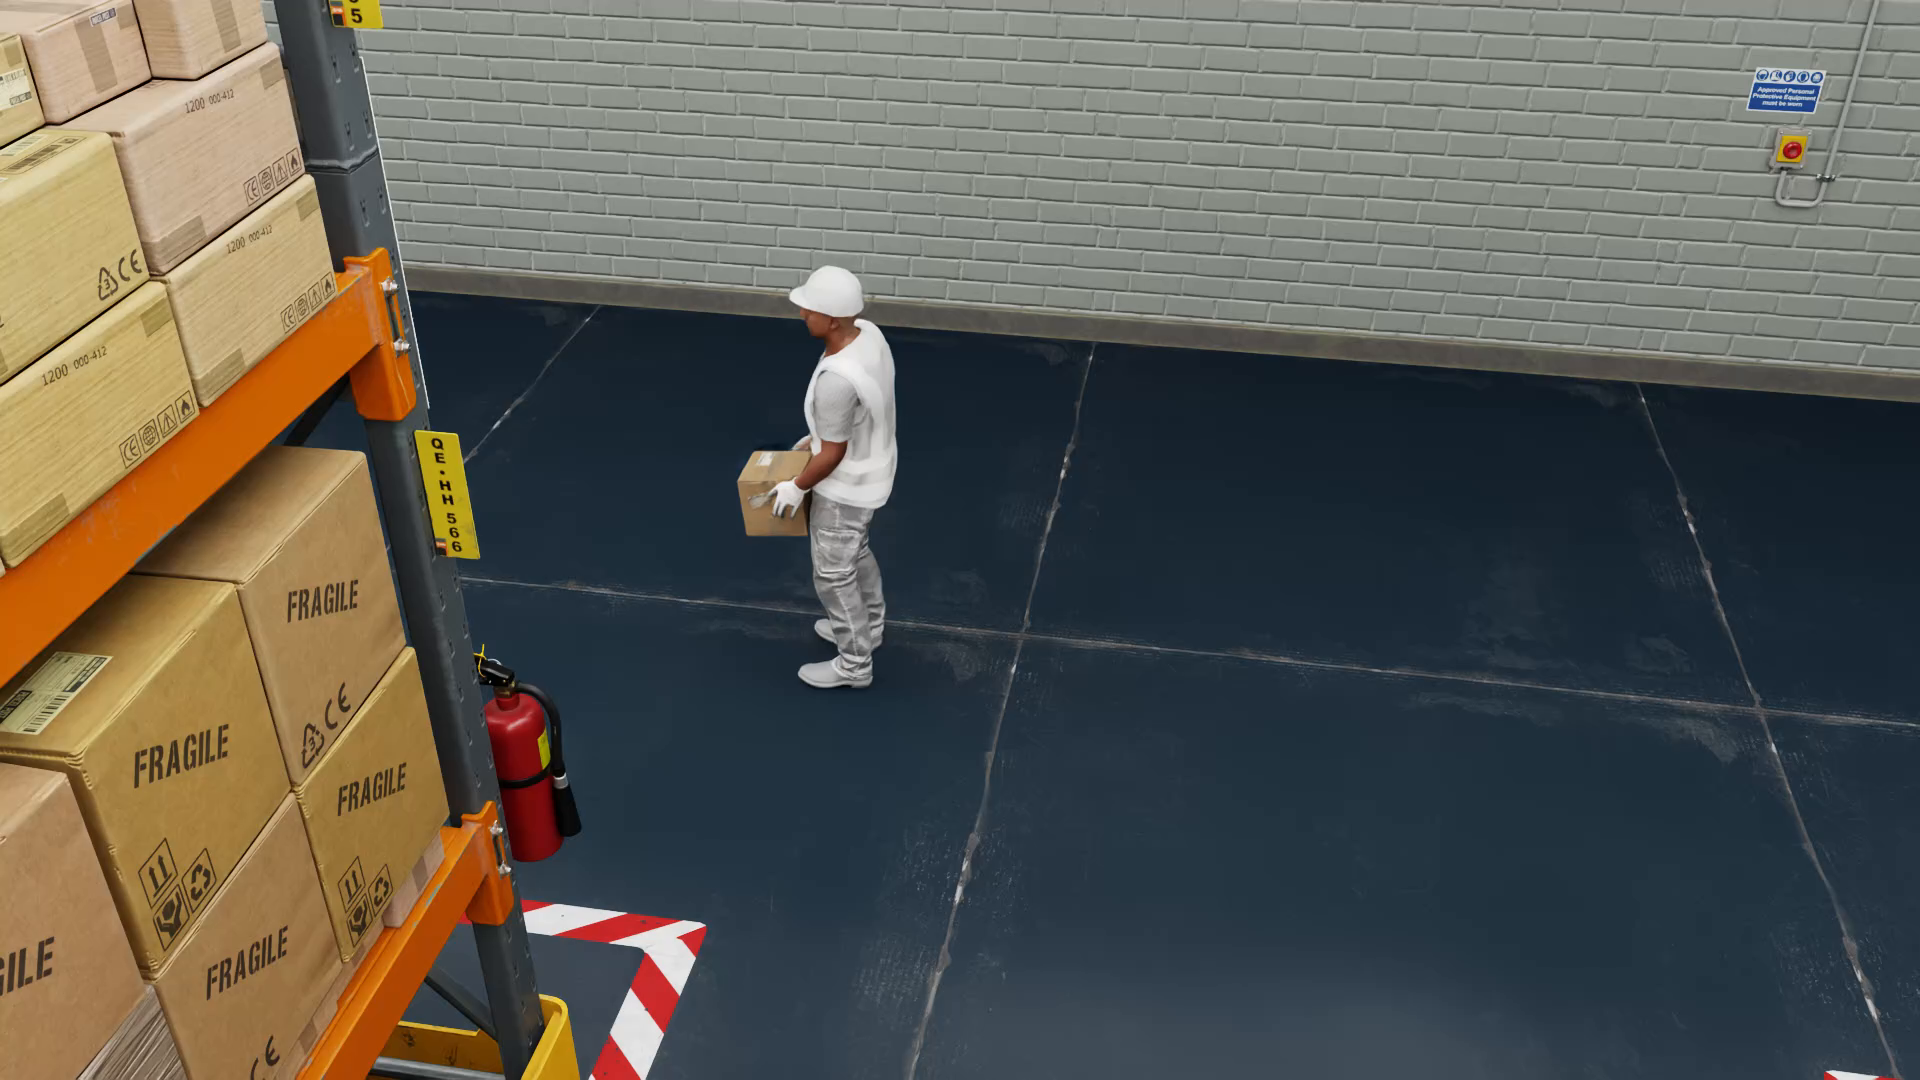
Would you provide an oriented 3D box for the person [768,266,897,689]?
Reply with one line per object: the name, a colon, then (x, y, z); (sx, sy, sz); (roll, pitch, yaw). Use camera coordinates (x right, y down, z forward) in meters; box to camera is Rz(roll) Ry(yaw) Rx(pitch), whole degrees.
person: (-0.483, -0.235, 6.489); (0.469, 1.787, 0.555); (5, 32, 7)
